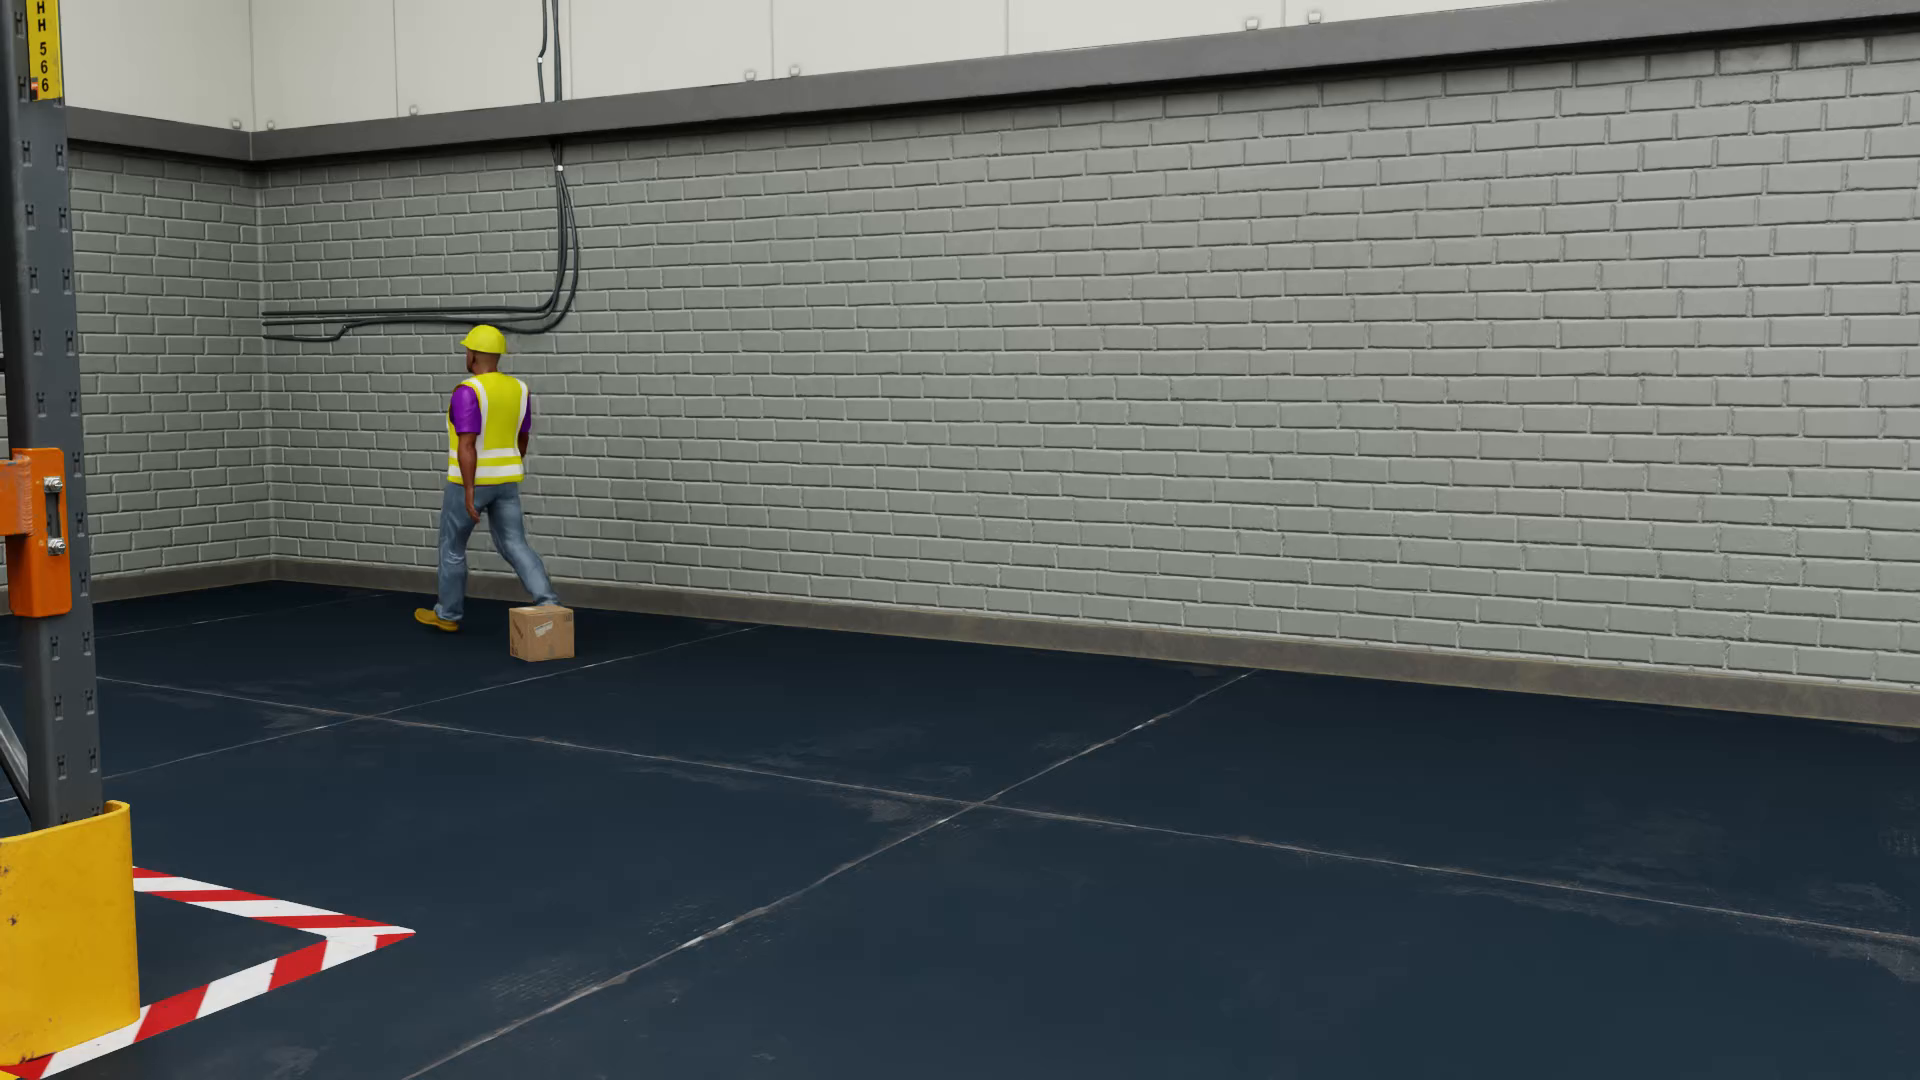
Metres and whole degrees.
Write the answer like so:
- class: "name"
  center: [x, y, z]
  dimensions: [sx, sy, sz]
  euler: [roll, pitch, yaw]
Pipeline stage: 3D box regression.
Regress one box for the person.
- class: "person"
  center: [-2.645, -0.332, 9.306]
  dimensions: [1.021, 1.730, 0.570]
  euler: [4, 7, 37]
